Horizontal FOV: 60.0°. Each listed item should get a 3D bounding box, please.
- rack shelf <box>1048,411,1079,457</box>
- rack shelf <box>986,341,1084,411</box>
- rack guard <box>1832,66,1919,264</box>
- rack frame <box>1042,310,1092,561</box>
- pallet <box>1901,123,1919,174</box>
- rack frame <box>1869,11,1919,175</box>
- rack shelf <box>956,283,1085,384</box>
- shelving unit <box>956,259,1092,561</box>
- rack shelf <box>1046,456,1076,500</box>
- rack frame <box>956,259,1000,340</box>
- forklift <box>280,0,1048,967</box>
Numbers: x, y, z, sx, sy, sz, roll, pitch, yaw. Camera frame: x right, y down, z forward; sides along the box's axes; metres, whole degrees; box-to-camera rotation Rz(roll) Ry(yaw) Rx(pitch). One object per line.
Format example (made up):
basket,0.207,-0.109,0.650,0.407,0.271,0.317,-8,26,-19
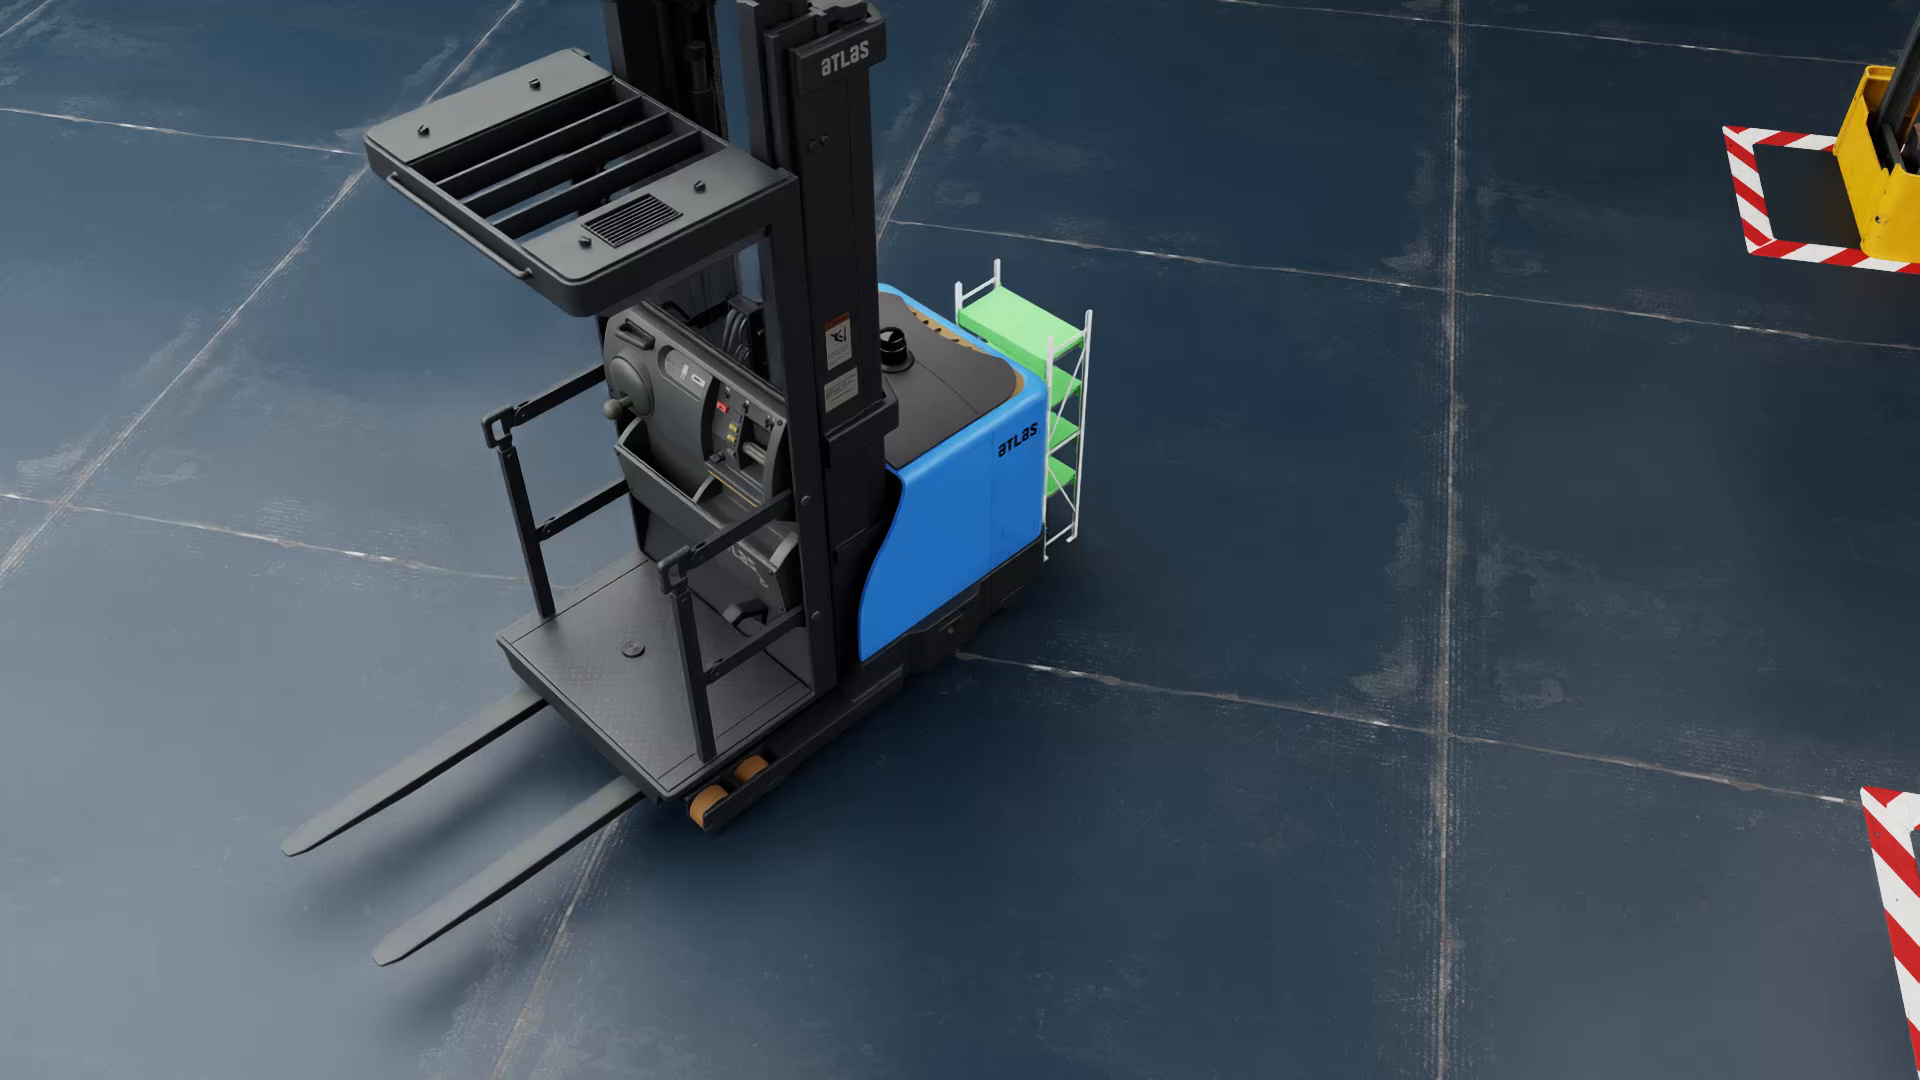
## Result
rack shelf,0.246,-0.464,6.919,0.480,0.148,0.258,34,53,30
rack shelf,0.246,-0.637,6.753,0.480,0.148,0.258,34,53,30
rack guard,5.057,-2.038,8.967,0.348,0.500,1.175,9,45,9
rack frame,0.420,-0.392,6.752,0.015,1.200,0.240,34,53,30
pallet,5.835,-1.843,8.972,1.213,0.211,1.003,9,45,9
rack frame,5.080,-2.935,8.096,0.127,3.000,1.000,9,45,9
rack shelf,0.246,-0.810,6.586,0.480,0.148,0.258,34,53,30
shelving unit,0.246,-0.510,6.875,0.503,1.200,0.258,34,53,30
rack shelf,0.246,-0.291,7.086,0.480,0.148,0.258,34,53,30
rack frame,0.071,-0.629,6.998,0.015,1.200,0.240,34,53,30
forklift,-1.054,-0.401,5.513,3.031,2.935,1.130,-34,54,-30
